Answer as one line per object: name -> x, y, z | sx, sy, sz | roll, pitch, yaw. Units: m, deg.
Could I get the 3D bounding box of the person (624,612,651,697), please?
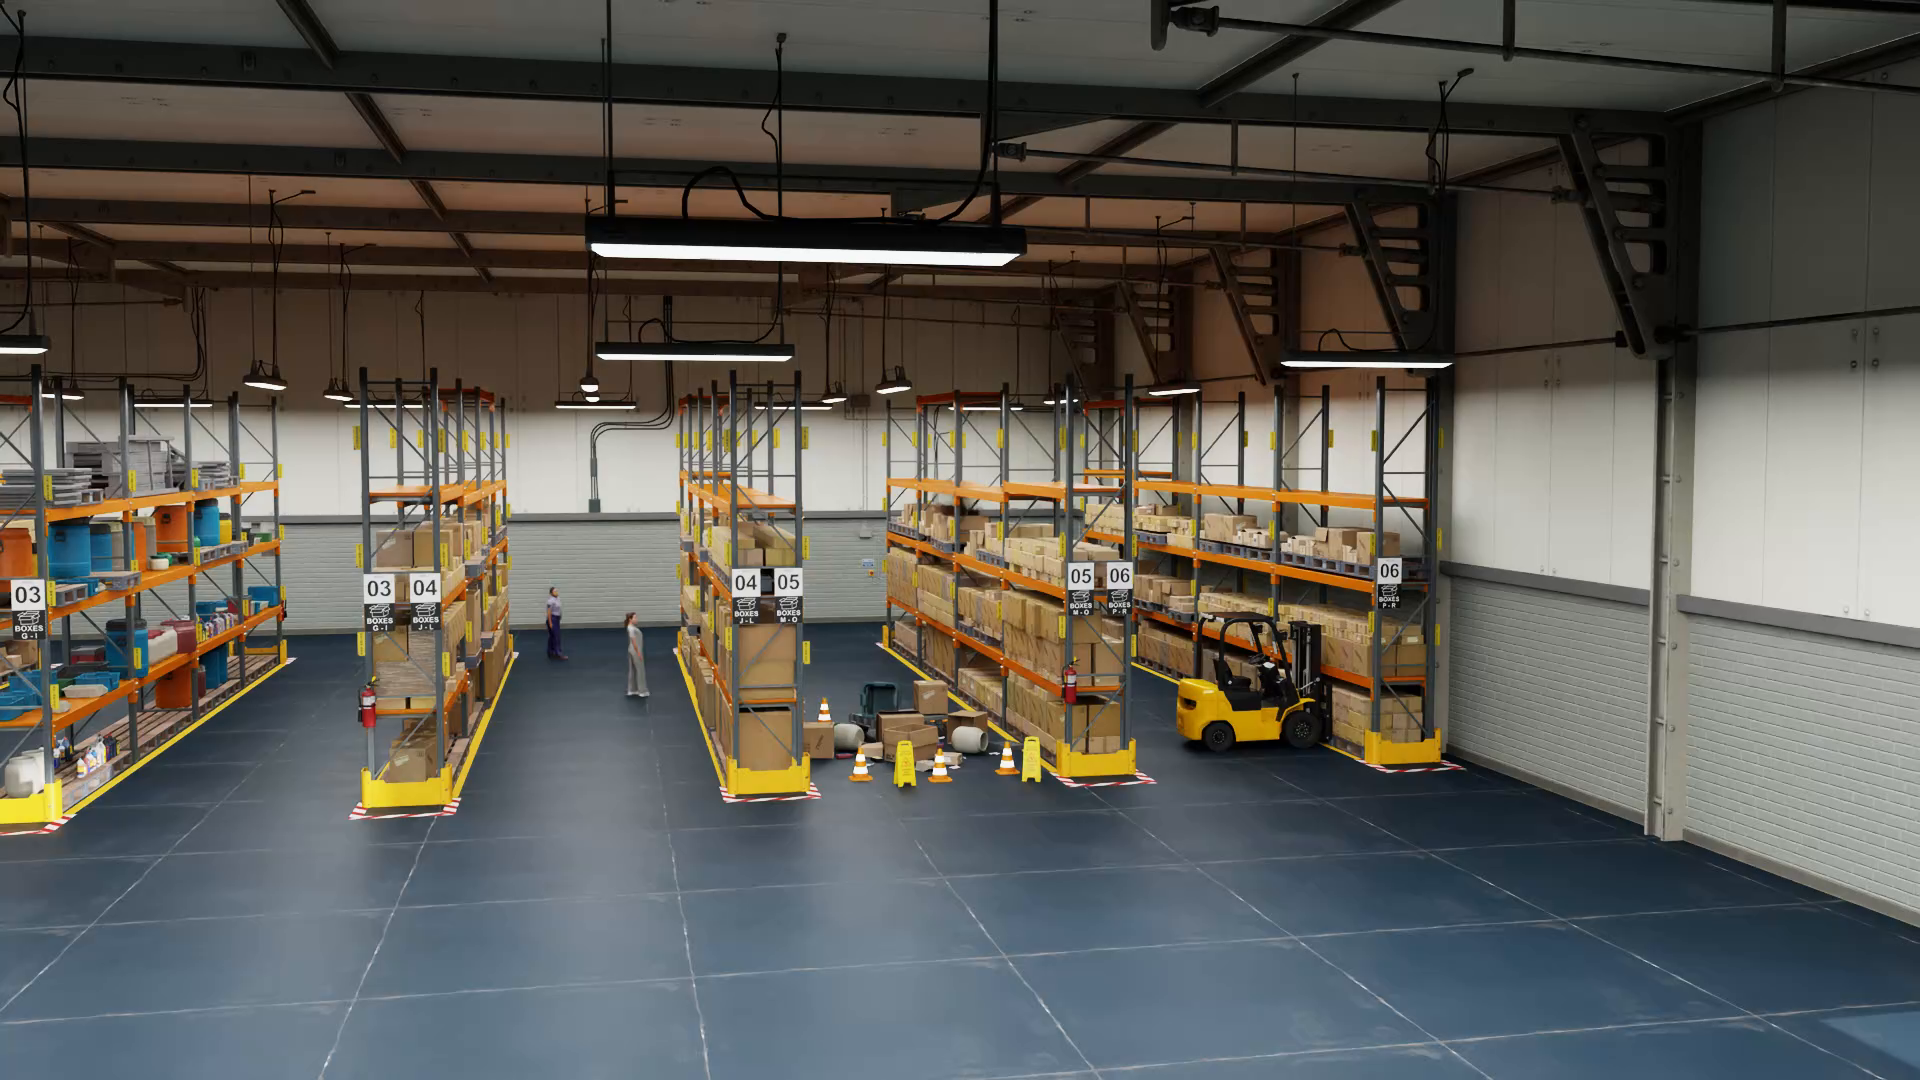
person -> -6.309, 2.228, 32.536 | 0.474, 1.658, 0.535 | -2, 4, -26

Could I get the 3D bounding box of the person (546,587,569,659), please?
person -> -9.276, 1.901, 38.359 | 0.532, 1.650, 0.524 | 0, 3, -3
